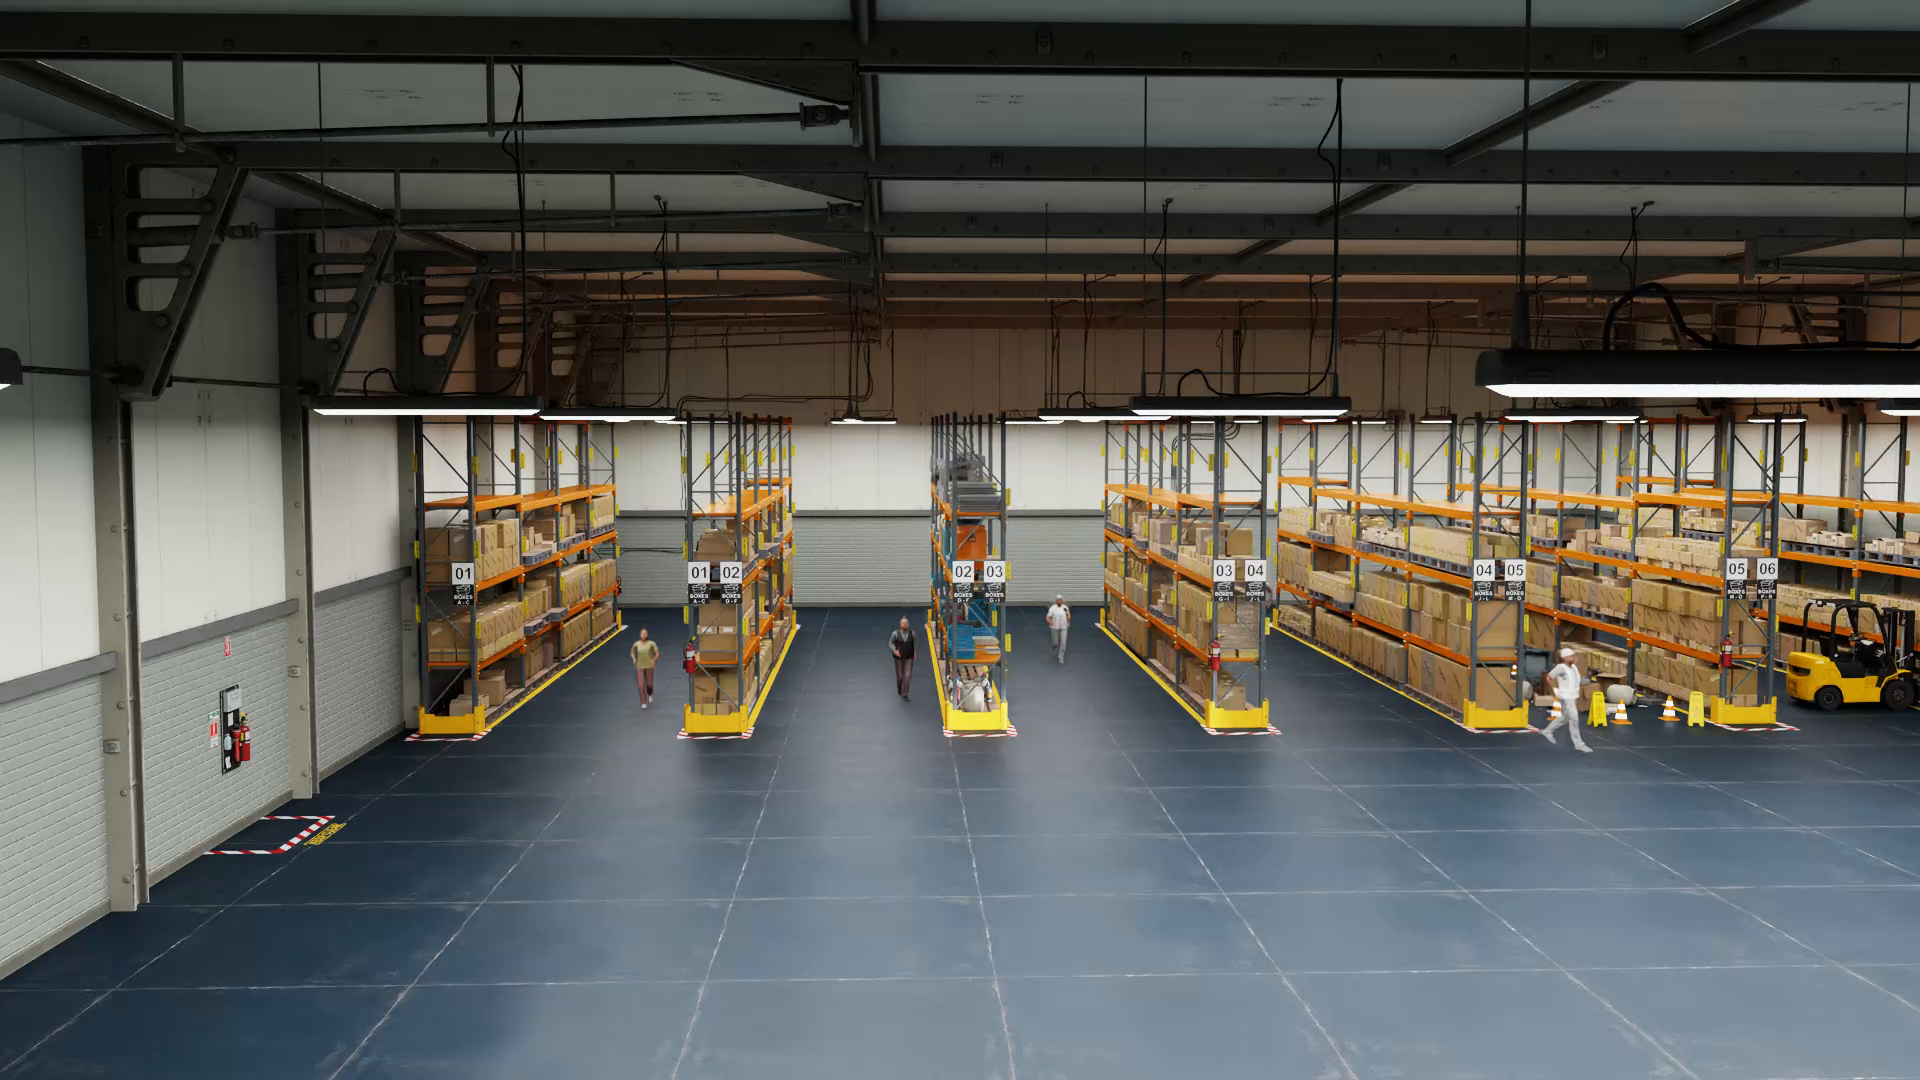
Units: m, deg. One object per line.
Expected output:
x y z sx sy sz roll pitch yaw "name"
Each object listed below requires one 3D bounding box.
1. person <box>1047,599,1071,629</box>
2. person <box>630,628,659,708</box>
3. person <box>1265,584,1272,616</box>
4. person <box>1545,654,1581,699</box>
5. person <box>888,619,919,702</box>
2.431 1.762 40.474 0.616 0.774 0.469 -1 4 -7 "person"
-6.433 2.603 33.899 0.578 1.619 0.569 0 4 -5 "person"
8.053 1.521 44.670 0.730 1.138 0.629 0 4 1 "person"
10.772 2.421 29.346 0.648 0.770 0.682 4 5 43 "person"
-1.179 2.503 34.915 0.665 1.713 0.821 0 4 -6 "person"
